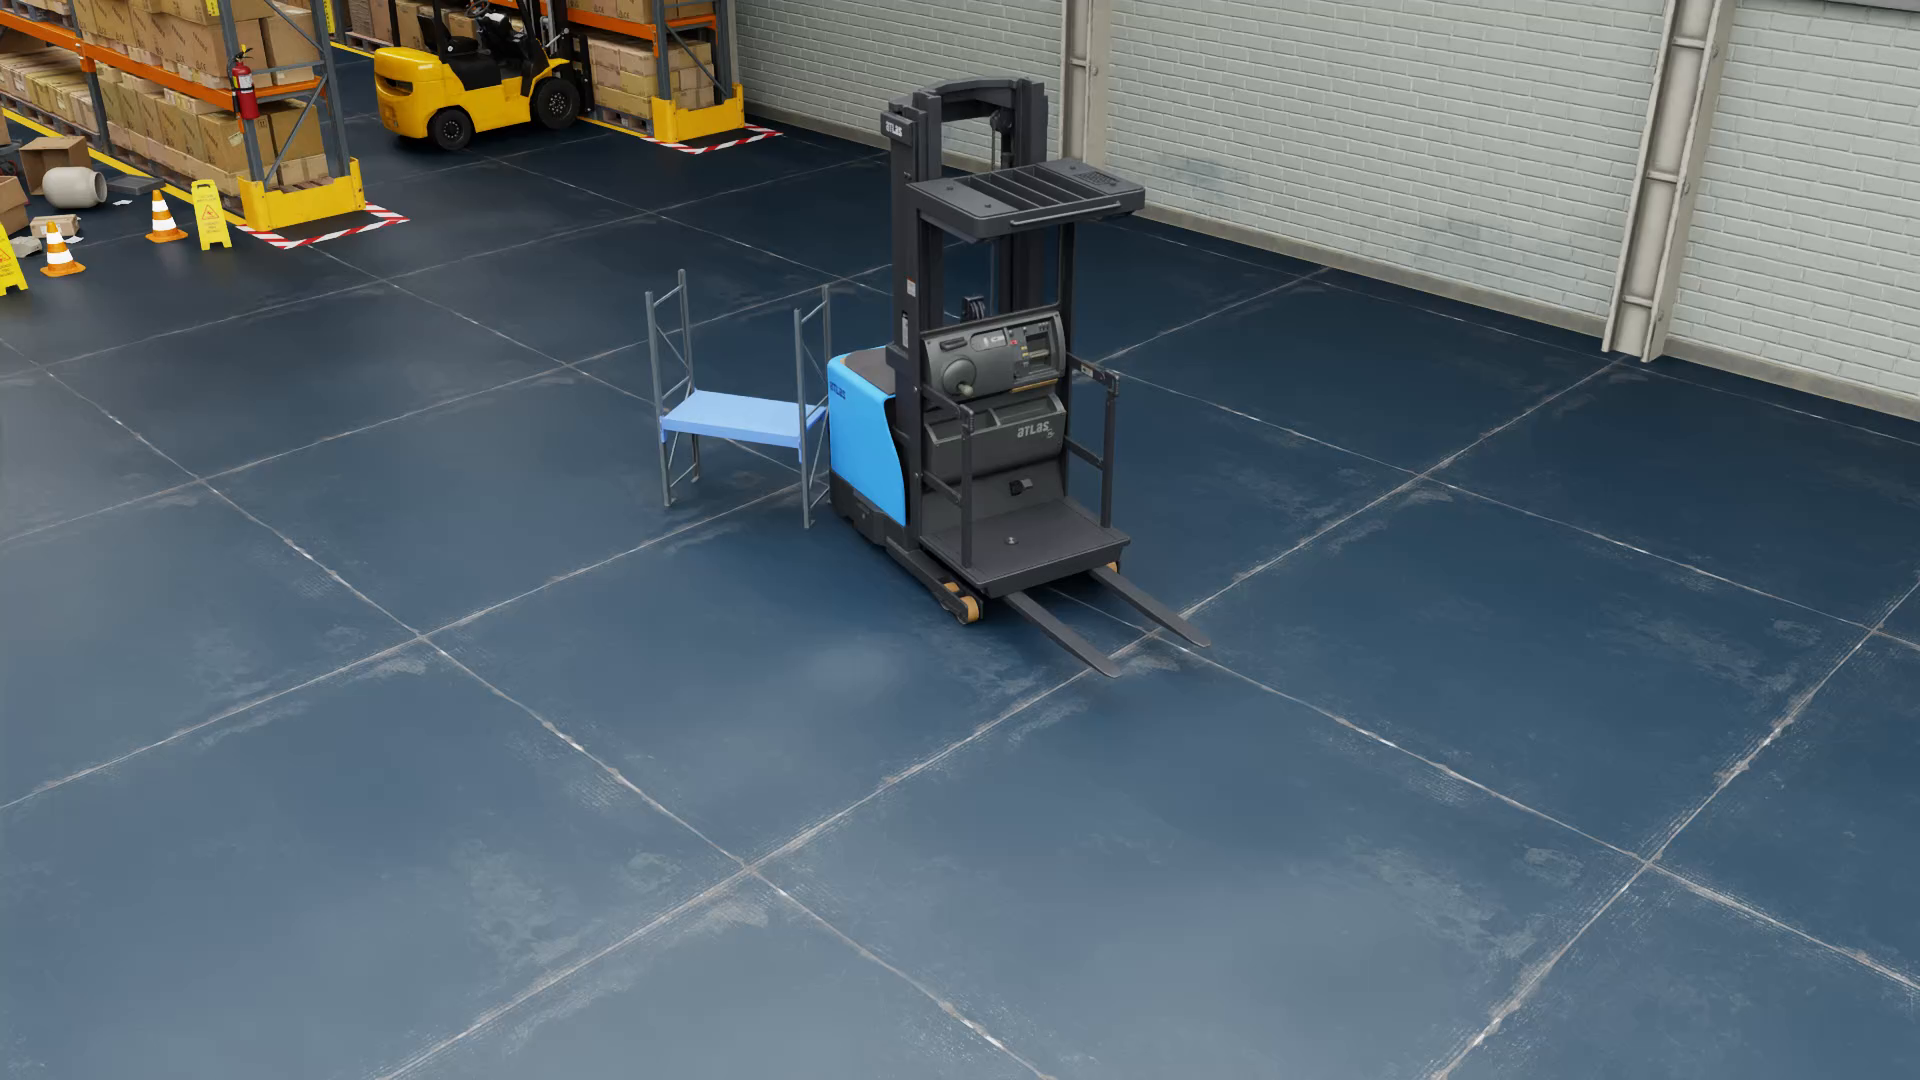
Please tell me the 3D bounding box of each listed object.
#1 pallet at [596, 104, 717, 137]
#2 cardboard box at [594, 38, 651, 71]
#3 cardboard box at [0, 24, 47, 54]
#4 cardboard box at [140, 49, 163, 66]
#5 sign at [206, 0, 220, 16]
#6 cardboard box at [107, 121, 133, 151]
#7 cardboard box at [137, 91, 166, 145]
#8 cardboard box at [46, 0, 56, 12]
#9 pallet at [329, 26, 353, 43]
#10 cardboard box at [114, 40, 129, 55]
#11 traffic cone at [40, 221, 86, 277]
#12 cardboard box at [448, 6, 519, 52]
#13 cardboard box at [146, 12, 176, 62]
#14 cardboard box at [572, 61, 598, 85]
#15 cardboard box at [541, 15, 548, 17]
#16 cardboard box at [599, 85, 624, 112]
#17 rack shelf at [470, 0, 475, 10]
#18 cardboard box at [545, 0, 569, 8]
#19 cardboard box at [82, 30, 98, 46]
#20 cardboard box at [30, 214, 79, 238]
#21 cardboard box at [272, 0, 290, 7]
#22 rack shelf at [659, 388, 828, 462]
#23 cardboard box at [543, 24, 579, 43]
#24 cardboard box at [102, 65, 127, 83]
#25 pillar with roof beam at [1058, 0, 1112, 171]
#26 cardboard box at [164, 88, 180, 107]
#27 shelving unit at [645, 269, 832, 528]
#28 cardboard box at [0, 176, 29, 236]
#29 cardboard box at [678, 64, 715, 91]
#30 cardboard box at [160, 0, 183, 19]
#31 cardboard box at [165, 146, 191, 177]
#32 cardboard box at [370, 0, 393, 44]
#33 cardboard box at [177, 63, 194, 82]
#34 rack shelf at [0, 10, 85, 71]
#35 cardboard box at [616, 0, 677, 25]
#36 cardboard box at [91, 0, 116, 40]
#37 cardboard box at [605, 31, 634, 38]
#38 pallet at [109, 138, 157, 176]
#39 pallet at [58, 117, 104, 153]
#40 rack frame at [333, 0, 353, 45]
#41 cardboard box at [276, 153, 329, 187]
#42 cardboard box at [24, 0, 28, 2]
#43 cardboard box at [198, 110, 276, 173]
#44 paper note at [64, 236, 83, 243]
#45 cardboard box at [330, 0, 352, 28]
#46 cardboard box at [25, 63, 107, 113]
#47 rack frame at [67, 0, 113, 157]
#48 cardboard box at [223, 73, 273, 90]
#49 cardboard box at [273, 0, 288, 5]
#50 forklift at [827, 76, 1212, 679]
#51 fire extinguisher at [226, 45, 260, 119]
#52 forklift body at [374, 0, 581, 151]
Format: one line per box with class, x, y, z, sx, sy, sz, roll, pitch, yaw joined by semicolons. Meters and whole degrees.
pallet;-3.733;-5.268;20.535;1.213;0.211;1.003;25;36;38
cardboard box;-4.073;-5.889;20.150;0.500;0.250;0.500;-25;36;-38
cardboard box;-12.774;-6.727;22.145;0.875;0.875;0.875;24;36;38
cardboard box;-8.383;-5.109;17.507;0.250;0.149;0.380;24;36;38
sign;-7.039;-5.093;15.622;0.005;0.325;0.100;25;36;38
cardboard box;-9.256;-4.610;18.791;0.500;0.250;0.500;23;35;36
cardboard box;-8.498;-4.601;17.969;0.500;0.500;0.500;-23;35;-37
cardboard box;-10.224;-6.166;19.066;0.250;0.149;0.380;23;36;37
pallet;-9.368;-7.899;25.539;1.213;0.211;1.003;25;36;38
cardboard box;-8.909;-5.369;18.001;0.380;0.149;0.250;-24;36;-38
traffic cone;-8.382;-2.728;15.435;0.334;0.463;0.336;25;36;38
cardboard box;-6.390;-6.873;22.692;0.875;0.625;0.625;-23;36;-37
cardboard box;-7.924;-5.209;17.000;0.500;0.500;0.500;24;36;38
cardboard box;-4.457;-5.841;20.594;0.500;0.250;0.500;24;36;37
cardboard box;-5.152;-6.726;21.742;0.500;0.250;0.500;24;36;38
cardboard box;-4.063;-5.449;20.387;0.500;0.250;0.500;25;36;38
rack shelf;-7.436;-7.906;23.329;4.000;0.370;1.077;25;36;38
cardboard box;-4.788;-6.884;20.505;0.500;0.500;0.500;25;37;39
cardboard box;-9.488;-5.603;18.446;0.250;0.149;0.380;24;36;38
cardboard box;-8.986;-3.113;16.505;0.380;0.149;0.250;-7;29;-14
cardboard box;-7.150;-5.209;16.999;0.500;0.500;0.500;-24;36;-38
rack shelf;-1.410;-0.767;10.977;1.000;0.185;0.538;9;29;16
cardboard box;-5.165;-6.392;21.106;0.500;0.250;0.500;-24;36;-38
cardboard box;-9.209;-5.168;18.350;0.380;0.149;0.250;-25;36;-38
pillar with roof beam;-1.762;-6.062;12.603;0.400;9.000;9.100;25;36;38
cardboard box;-8.062;-4.648;17.360;0.380;0.149;0.250;-23;36;-37
shelving unit;-1.410;-0.926;10.893;1.048;1.500;0.538;9;29;16
cardboard box;-9.663;-3.246;16.376;0.637;0.503;0.797;2;28;4
cardboard box;-3.348;-5.679;20.287;0.500;0.250;0.500;-25;36;-38
cardboard box;-7.508;-5.498;16.476;0.700;0.500;0.500;-25;37;-39
cardboard box;-8.141;-4.102;17.825;0.500;0.250;0.500;23;35;37
cardboard box;-7.956;-7.593;24.061;0.875;0.625;0.625;-24;36;-38
cardboard box;-7.683;-4.769;16.859;0.380;0.149;0.250;-25;36;-38
rack shelf;-10.914;-6.257;20.194;4.000;0.370;1.077;25;36;38
cardboard box;-3.693;-6.384;19.554;0.500;0.500;0.500;24;36;37
cardboard box;-8.995;-5.707;17.947;0.500;0.500;0.500;24;36;38
cardboard box;-4.076;-6.226;20.790;0.500;0.250;0.500;24;36;38
pallet;-8.984;-4.482;19.040;1.213;0.211;1.003;25;36;38
pallet;-10.044;-4.943;19.916;1.213;0.211;1.003;25;36;38
rack frame;-8.863;-8.877;24.402;0.127;3.000;1.000;25;36;38
cardboard box;-7.017;-3.942;17.520;0.500;0.250;0.500;24;36;38
cardboard box;-10.765;-6.412;19.533;0.250;0.149;0.380;25;36;38
cardboard box;-7.389;-4.094;17.003;0.500;0.500;0.500;25;37;39
paper note;-8.705;-2.952;16.324;0.142;0.019;0.148;12;30;22
cardboard box;-9.315;-8.023;25.013;0.500;0.500;0.500;-24;36;-38
cardboard box;-10.875;-5.576;20.497;0.950;0.372;0.625;-24;36;-38
rack frame;-9.488;-5.923;18.785;0.127;3.000;1.000;25;36;38
cardboard box;-7.052;-4.558;16.459;0.380;0.149;0.250;-24;36;-38
cardboard box;-10.423;-8.523;25.964;0.500;0.500;0.500;23;35;37
forklift;0.323;-1.048;9.587;1.130;2.935;3.031;-16;32;-27
fire extinguisher;-6.877;-4.394;15.959;0.183;0.674;0.296;25;36;38
forklift body;-5.789;-5.904;19.661;1.214;2.155;2.313;25;36;38
